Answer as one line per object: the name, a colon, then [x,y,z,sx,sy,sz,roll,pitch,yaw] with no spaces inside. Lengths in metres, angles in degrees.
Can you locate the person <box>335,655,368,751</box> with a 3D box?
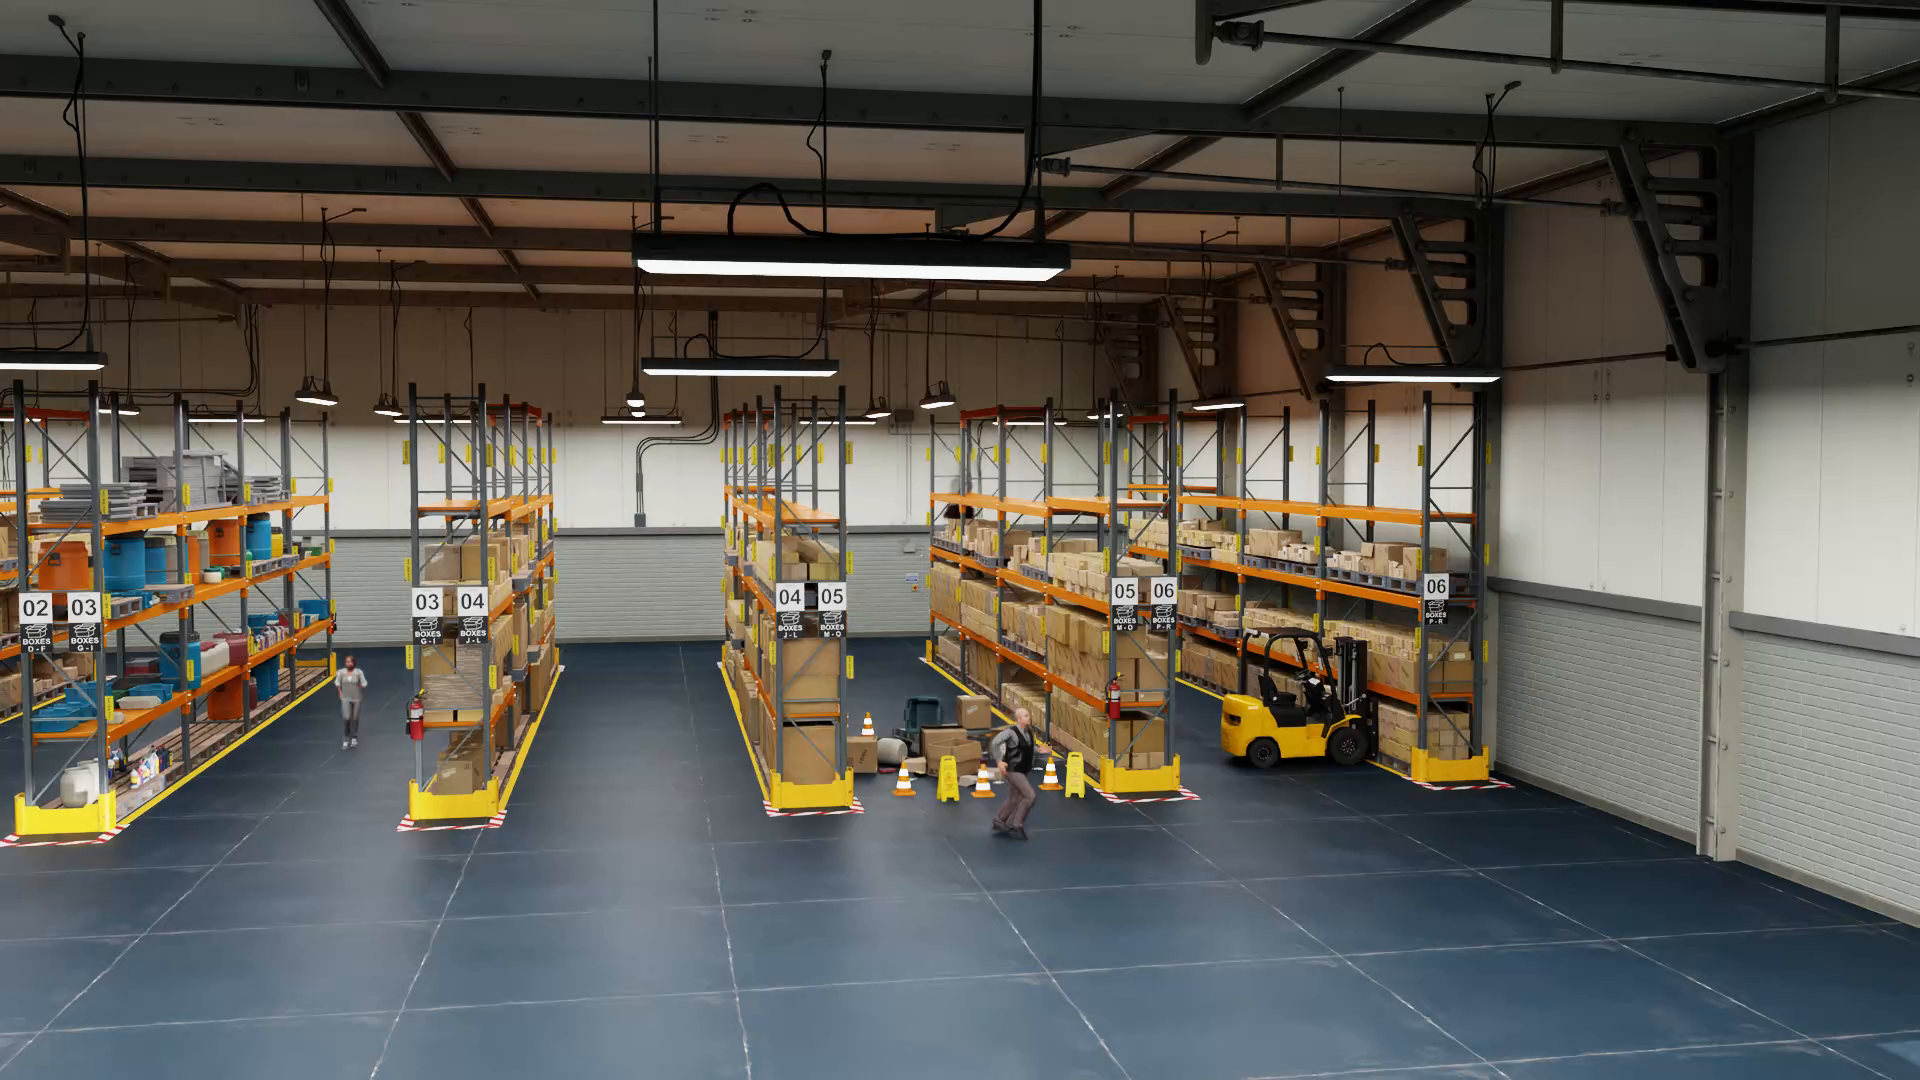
person: [-10.366,2.772,28.341,0.530,1.621,0.688,-1,3,-18]

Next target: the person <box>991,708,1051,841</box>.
person: [0.759,3.063,21.744,0.820,1.734,0.672,2,3,30]
